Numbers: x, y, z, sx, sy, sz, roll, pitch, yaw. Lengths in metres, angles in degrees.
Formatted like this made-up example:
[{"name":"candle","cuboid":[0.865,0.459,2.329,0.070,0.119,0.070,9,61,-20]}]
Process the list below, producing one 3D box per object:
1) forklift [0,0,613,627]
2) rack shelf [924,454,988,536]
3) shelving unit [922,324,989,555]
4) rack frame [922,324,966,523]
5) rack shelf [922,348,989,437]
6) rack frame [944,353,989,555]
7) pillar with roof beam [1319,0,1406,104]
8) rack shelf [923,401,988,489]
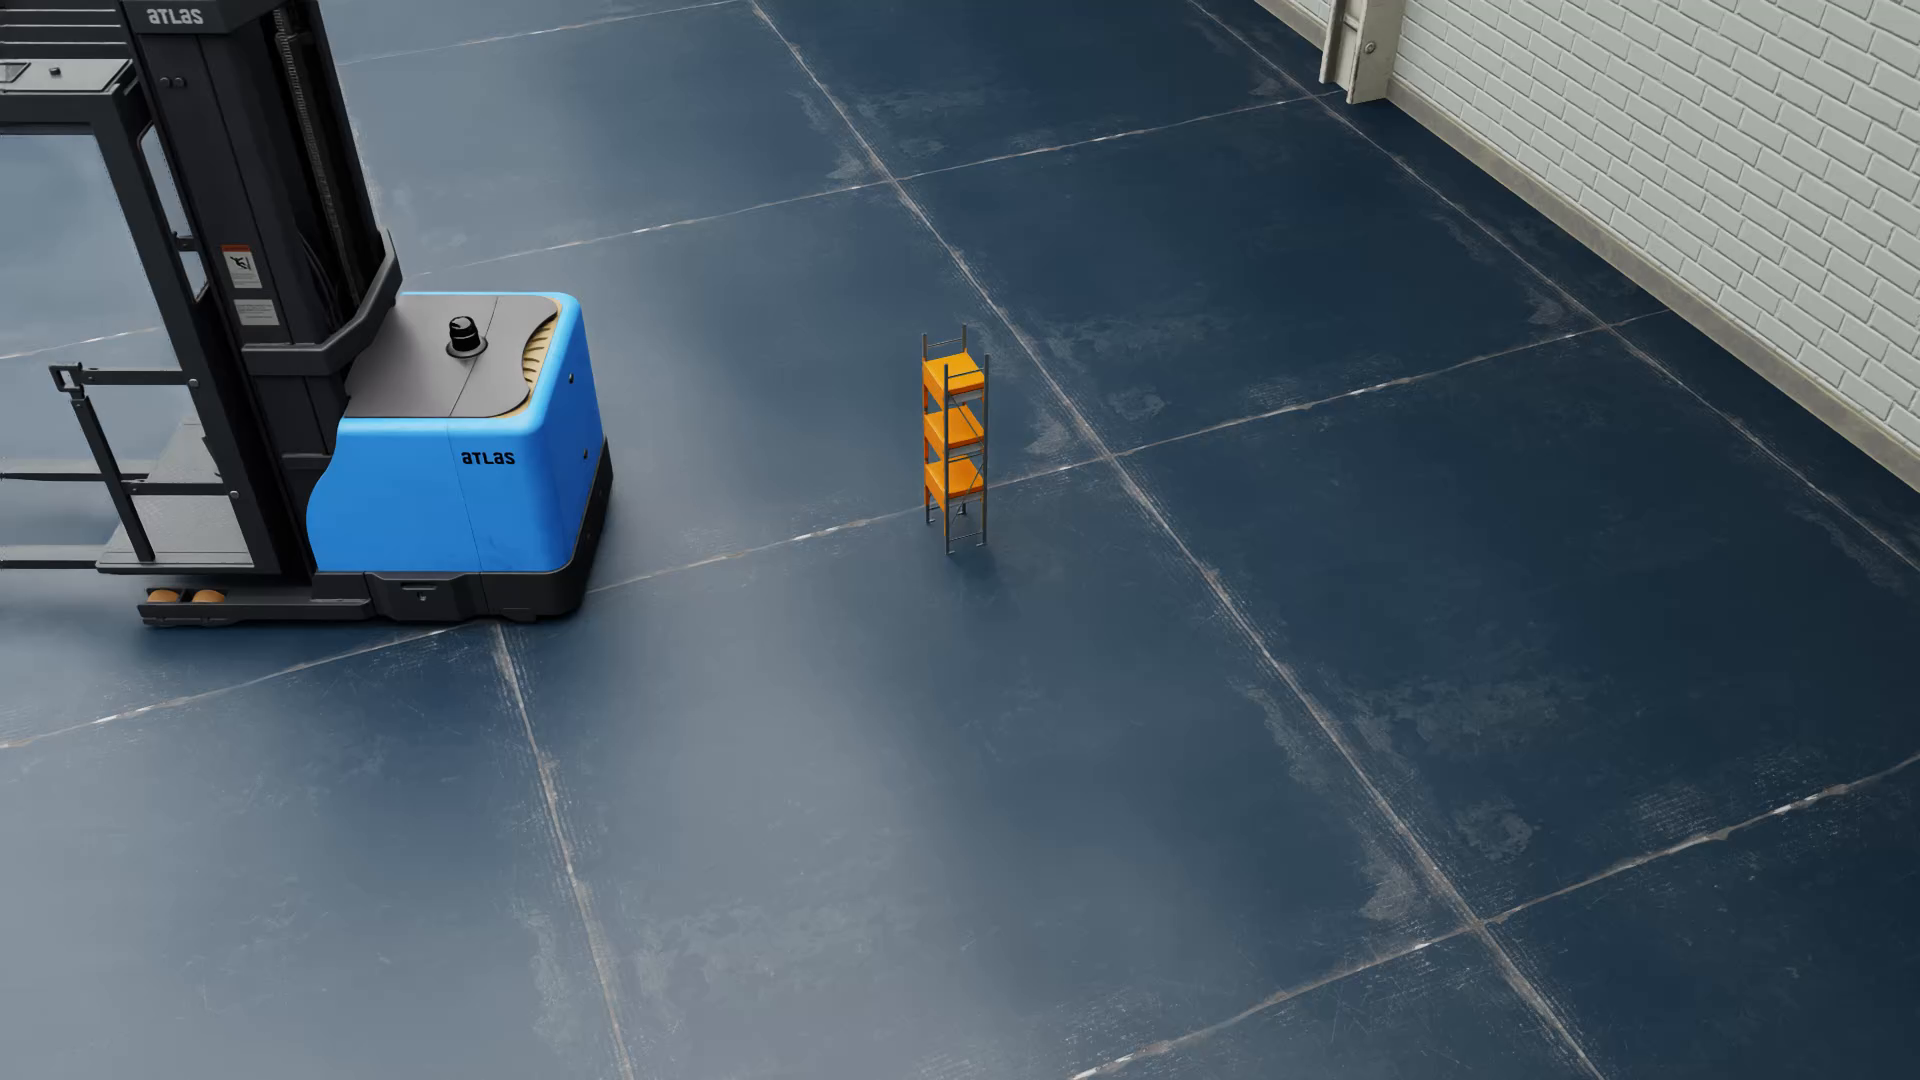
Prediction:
[{"name":"forklift","cuboid":[-3.163,-1.078,6.675,3.031,2.935,1.130,0,41,0]},{"name":"rack shelf","cuboid":[-0.020,-0.212,7.552,0.215,0.259,0.240,-15,43,-17]},{"name":"shelving unit","cuboid":[-0.020,-0.430,7.364,0.215,1.050,0.252,-15,43,-17]},{"name":"rack frame","cuboid":[-0.067,-0.504,7.449,0.200,1.050,0.008,-15,43,-17]},{"name":"rack shelf","cuboid":[-0.020,-0.637,7.186,0.215,0.259,0.240,-15,43,-17]},{"name":"rack frame","cuboid":[0.026,-0.357,7.278,0.200,1.050,0.008,-15,43,-17]},{"name":"pillar with roof beam","cuboid":[-1.323,-5.384,7.028,9.100,9.000,0.400,-15,43,-17]},{"name":"rack shelf","cuboid":[-0.020,-0.422,7.371,0.215,0.259,0.240,-15,43,-17]}]
